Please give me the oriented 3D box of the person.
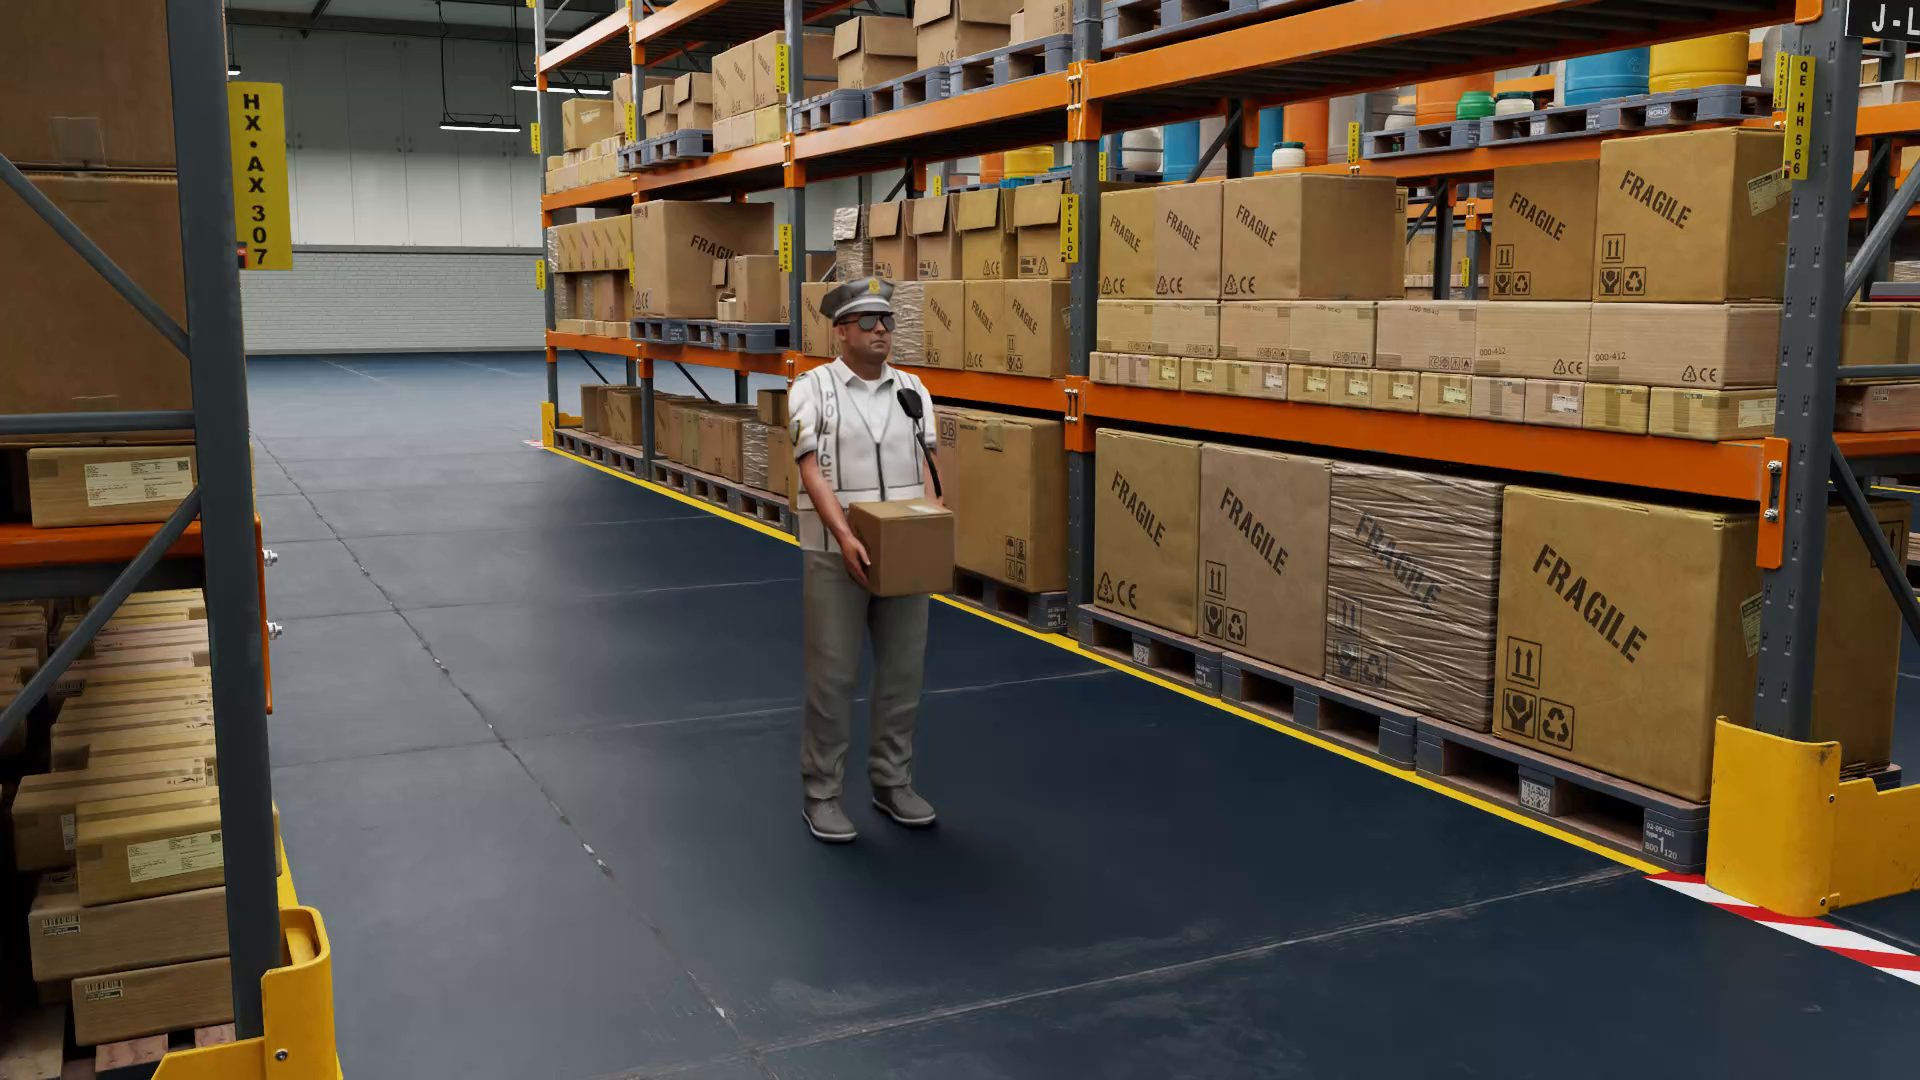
[{"bbox_3d":[-0.277,0.045,5.394,0.524,1.784,0.546,-4,9,-26],"label":"person"}]
